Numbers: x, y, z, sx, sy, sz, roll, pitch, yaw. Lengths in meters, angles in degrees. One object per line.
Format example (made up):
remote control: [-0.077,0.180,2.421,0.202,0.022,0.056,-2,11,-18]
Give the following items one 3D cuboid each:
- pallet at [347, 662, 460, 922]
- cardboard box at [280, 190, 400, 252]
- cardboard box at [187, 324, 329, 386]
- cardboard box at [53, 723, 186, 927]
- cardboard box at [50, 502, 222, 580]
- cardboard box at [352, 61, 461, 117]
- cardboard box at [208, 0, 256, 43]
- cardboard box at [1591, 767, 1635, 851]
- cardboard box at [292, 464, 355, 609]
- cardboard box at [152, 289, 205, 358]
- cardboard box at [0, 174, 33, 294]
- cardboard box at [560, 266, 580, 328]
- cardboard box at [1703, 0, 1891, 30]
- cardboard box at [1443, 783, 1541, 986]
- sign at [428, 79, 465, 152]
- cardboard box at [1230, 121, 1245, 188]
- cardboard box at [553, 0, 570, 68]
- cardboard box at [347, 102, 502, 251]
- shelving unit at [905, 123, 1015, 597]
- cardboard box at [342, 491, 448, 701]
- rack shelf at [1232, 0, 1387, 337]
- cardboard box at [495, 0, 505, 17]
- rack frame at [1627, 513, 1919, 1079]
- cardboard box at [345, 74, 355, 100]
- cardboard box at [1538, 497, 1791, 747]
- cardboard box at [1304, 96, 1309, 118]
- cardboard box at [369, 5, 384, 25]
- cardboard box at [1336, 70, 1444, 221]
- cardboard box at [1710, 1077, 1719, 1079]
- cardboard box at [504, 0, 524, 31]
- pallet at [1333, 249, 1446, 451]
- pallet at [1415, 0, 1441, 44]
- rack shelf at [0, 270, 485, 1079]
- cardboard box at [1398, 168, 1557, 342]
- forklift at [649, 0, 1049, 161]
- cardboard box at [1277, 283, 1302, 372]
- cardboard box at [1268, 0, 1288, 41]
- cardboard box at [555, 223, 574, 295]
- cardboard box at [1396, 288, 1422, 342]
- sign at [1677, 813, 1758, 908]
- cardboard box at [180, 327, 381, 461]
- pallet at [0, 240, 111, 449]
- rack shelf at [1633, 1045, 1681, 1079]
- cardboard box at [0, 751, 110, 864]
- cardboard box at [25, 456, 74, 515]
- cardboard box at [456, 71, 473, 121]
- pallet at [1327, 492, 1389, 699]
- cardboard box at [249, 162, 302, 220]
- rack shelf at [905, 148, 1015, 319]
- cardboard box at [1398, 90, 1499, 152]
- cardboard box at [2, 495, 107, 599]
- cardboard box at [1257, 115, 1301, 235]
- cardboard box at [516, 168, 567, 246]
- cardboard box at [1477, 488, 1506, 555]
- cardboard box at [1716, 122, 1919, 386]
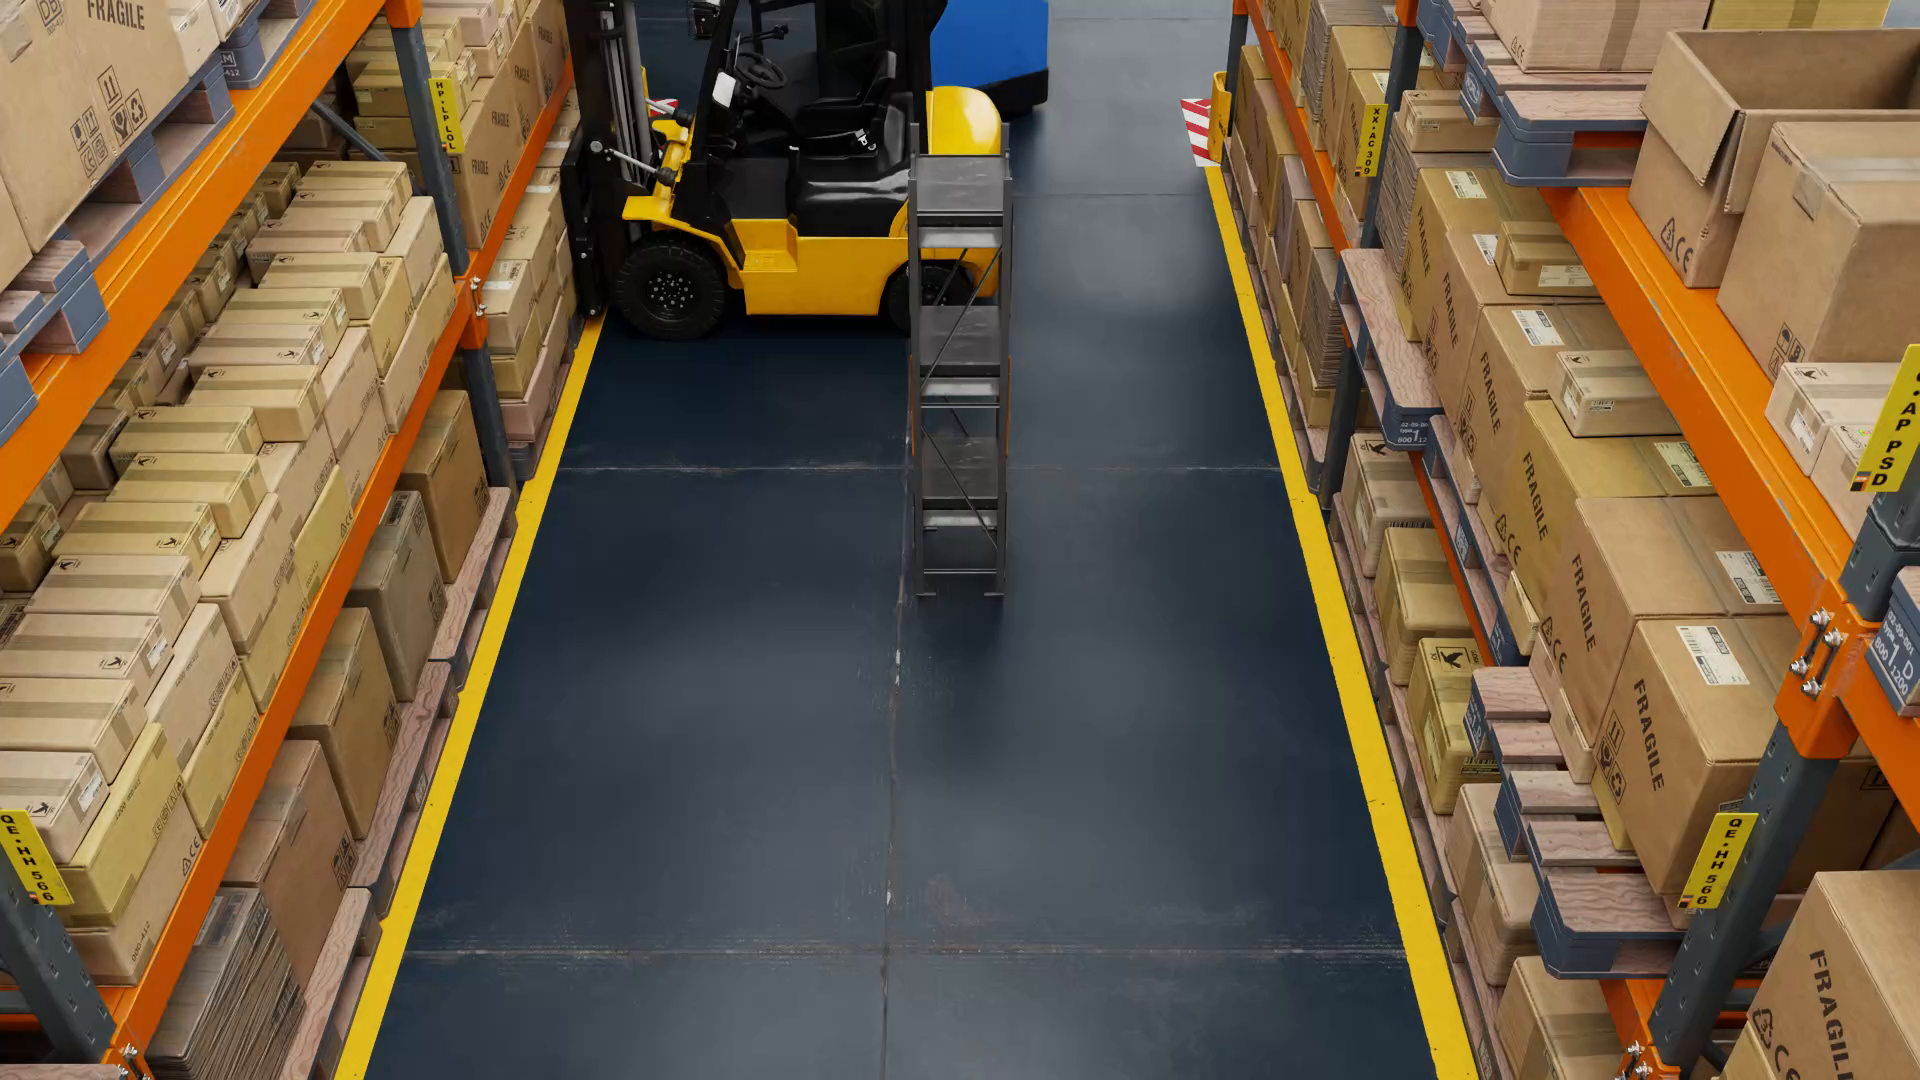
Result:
pallet: [-2.643,0.971,6.615,1.003,0.211,1.213,0,39,0]
cardboard box: [-2.446,-1.260,6.570,0.380,0.149,0.250,-1,39,-1]
cardboard box: [-2.434,-0.622,5.774,0.380,0.149,0.250,0,39,0]
cardboard box: [-2.414,0.745,4.388,0.500,0.250,0.500,0,39,0]
cardboard box: [-2.459,0.019,4.974,0.380,0.149,0.250,0,39,0]
cardboard box: [-2.391,-1.950,7.194,0.380,0.149,0.250,1,39,1]
cardboard box: [-2.442,-1.749,5.036,0.500,0.311,0.500,-1,39,-2]
cardboard box: [1.973,0.715,4.570,0.380,0.149,0.250,1,39,1]
cardboard box: [-2.441,-0.021,5.743,0.500,0.250,0.500,1,39,1]
cardboard box: [-2.958,-0.775,5.966,0.380,0.149,0.250,0,39,0]
cardboard box: [-2.440,-0.707,3.584,0.500,0.500,0.500,0,39,0]
cardboard box: [-2.389,-1.375,9.175,0.500,0.250,0.500,1,39,1]
cardboard box: [2.417,-1.624,5.009,0.500,0.250,0.500,0,39,1]
cardboard box: [2.282,1.200,5.865,0.950,0.372,0.625,-1,39,-1]
sign: [-2.144,-1.770,6.943,0.100,0.325,0.005,0,39,0]
cardboard box: [1.996,-2.436,10.500,0.500,0.250,0.500,0,39,0]
cardboard box: [-2.436,-2.930,9.174,0.500,0.500,0.500,-1,39,-1]
cardboard box: [-2.426,-1.659,7.587,0.500,0.500,0.500,-1,39,-1]
shelving unit: [0.000,-0.716,7.210,0.431,2.100,0.503,0,39,0]
cardboard box: [-2.682,0.232,6.871,0.875,0.625,0.625,0,39,0]
rack shelf: [2.274,-2.318,9.065,1.077,0.370,4.000,0,39,0]
cardboard box: [-2.416,-2.597,8.000,0.380,0.149,0.250,-1,39,-1]
rack frame: [2.281,1.153,4.158,1.000,3.000,0.127,0,39,0]
cardboard box: [-2.971,-2.157,7.690,0.380,0.149,0.250,1,39,1]
cardboard box: [1.991,0.227,4.660,0.500,0.500,0.500,-1,39,-1]
cardboard box: [1.997,-2.246,8.601,0.380,0.149,0.250,-1,39,-1]
cardboard box: [-3.005,-2.591,7.994,0.380,0.149,0.250,-1,39,-1]
cardboard box: [2.027,-1.781,7.502,0.500,0.500,0.500,-1,39,-1]
cardboard box: [2.030,1.518,3.823,0.500,0.250,0.500,-1,39,-1]
cardboard box: [-2.397,-2.635,8.286,0.380,0.149,0.250,-1,39,-1]
pallet: [2.132,-0.795,6.743,1.003,0.211,1.213,0,39,0]
pallet: [2.171,-2.059,5.918,1.213,0.211,1.003,0,39,0]
rack shelf: [-2.685,0.189,5.936,1.077,0.370,4.000,0,39,0]
cardboard box: [1.992,-1.061,6.267,0.500,0.500,0.500,0,39,0]
forklift: [-0.907,-3.988,10.629,3.031,2.935,1.130,-21,43,-24]
cardboard box: [1.997,-1.142,8.885,0.500,0.250,0.500,-1,39,-1]
cardboard box: [2.001,-3.066,9.105,0.500,0.500,0.500,-1,39,-1]
cardboard box: [-2.370,-1.560,9.007,0.500,0.250,0.500,0,39,0]
cardboard box: [1.953,-0.912,6.600,0.380,0.149,0.250,1,39,1]
sign: [1.739,0.738,3.813,0.100,0.325,0.005,0,39,0]
cardboard box: [-2.428,-0.531,5.979,0.500,0.250,0.500,1,39,1]
pallet: [-2.773,-0.362,3.801,1.213,0.211,1.003,2,39,2]
rack shelf: [2.284,2.684,2.822,1.077,0.370,4.000,0,39,0]
cardboard box: [-2.388,0.667,4.166,0.380,0.149,0.250,1,39,1]
cardboard box: [-3.013,-0.135,5.167,0.380,0.149,0.250,-1,39,-1]
cardboard box: [-2.426,-1.996,7.489,0.380,0.149,0.250,1,39,1]
pallet: [2.279,0.227,7.544,1.003,0.211,1.213,0,39,0]
cardboard box: [-2.901,-1.415,6.764,0.380,0.149,0.250,-1,39,-1]
rack shelf: [0.000,-1.251,6.781,0.431,0.518,0.480,0,39,0]
cardboard box: [1.924,-1.626,6.454,0.380,0.149,0.250,0,39,0]
cardboard box: [-2.961,0.109,5.181,0.500,0.250,0.500,0,39,0]
cardboard box: [1.994,-2.073,9.447,0.500,0.500,0.500,1,39,1]
cardboard box: [-2.376,-1.757,8.853,0.500,0.250,0.500,1,39,1]
cardboard box: [1.965,-0.087,5.570,0.380,0.149,0.250,-1,39,-1]
cardboard box: [2.290,-0.649,3.928,0.700,0.500,0.500,0,39,0]
